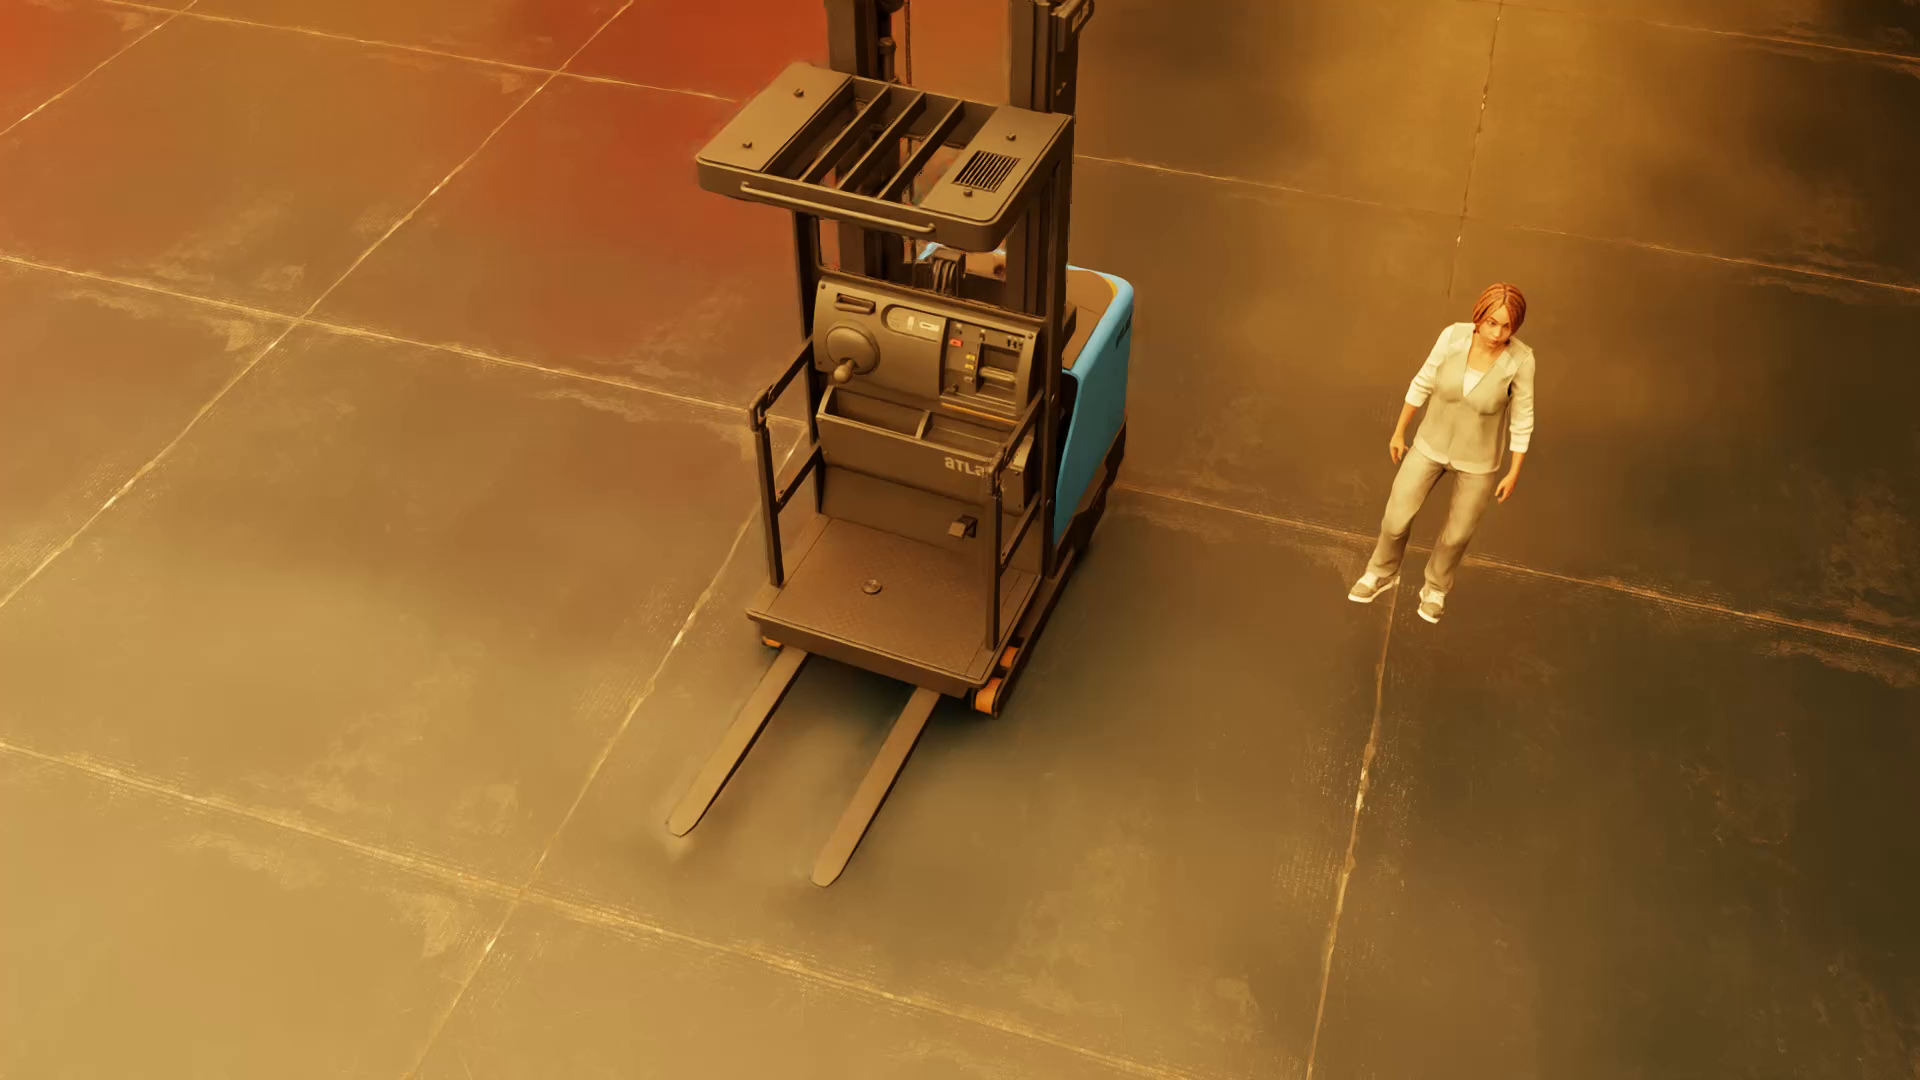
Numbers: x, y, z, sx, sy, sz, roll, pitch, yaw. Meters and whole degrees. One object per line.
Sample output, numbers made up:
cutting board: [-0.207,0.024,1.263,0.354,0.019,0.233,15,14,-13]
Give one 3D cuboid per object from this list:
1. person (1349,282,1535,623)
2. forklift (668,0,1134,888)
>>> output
person: [1.967,-0.309,6.651,0.517,1.585,0.426,20,47,20]
forklift: [-0.225,-0.667,6.406,1.130,2.935,3.031,16,45,16]
